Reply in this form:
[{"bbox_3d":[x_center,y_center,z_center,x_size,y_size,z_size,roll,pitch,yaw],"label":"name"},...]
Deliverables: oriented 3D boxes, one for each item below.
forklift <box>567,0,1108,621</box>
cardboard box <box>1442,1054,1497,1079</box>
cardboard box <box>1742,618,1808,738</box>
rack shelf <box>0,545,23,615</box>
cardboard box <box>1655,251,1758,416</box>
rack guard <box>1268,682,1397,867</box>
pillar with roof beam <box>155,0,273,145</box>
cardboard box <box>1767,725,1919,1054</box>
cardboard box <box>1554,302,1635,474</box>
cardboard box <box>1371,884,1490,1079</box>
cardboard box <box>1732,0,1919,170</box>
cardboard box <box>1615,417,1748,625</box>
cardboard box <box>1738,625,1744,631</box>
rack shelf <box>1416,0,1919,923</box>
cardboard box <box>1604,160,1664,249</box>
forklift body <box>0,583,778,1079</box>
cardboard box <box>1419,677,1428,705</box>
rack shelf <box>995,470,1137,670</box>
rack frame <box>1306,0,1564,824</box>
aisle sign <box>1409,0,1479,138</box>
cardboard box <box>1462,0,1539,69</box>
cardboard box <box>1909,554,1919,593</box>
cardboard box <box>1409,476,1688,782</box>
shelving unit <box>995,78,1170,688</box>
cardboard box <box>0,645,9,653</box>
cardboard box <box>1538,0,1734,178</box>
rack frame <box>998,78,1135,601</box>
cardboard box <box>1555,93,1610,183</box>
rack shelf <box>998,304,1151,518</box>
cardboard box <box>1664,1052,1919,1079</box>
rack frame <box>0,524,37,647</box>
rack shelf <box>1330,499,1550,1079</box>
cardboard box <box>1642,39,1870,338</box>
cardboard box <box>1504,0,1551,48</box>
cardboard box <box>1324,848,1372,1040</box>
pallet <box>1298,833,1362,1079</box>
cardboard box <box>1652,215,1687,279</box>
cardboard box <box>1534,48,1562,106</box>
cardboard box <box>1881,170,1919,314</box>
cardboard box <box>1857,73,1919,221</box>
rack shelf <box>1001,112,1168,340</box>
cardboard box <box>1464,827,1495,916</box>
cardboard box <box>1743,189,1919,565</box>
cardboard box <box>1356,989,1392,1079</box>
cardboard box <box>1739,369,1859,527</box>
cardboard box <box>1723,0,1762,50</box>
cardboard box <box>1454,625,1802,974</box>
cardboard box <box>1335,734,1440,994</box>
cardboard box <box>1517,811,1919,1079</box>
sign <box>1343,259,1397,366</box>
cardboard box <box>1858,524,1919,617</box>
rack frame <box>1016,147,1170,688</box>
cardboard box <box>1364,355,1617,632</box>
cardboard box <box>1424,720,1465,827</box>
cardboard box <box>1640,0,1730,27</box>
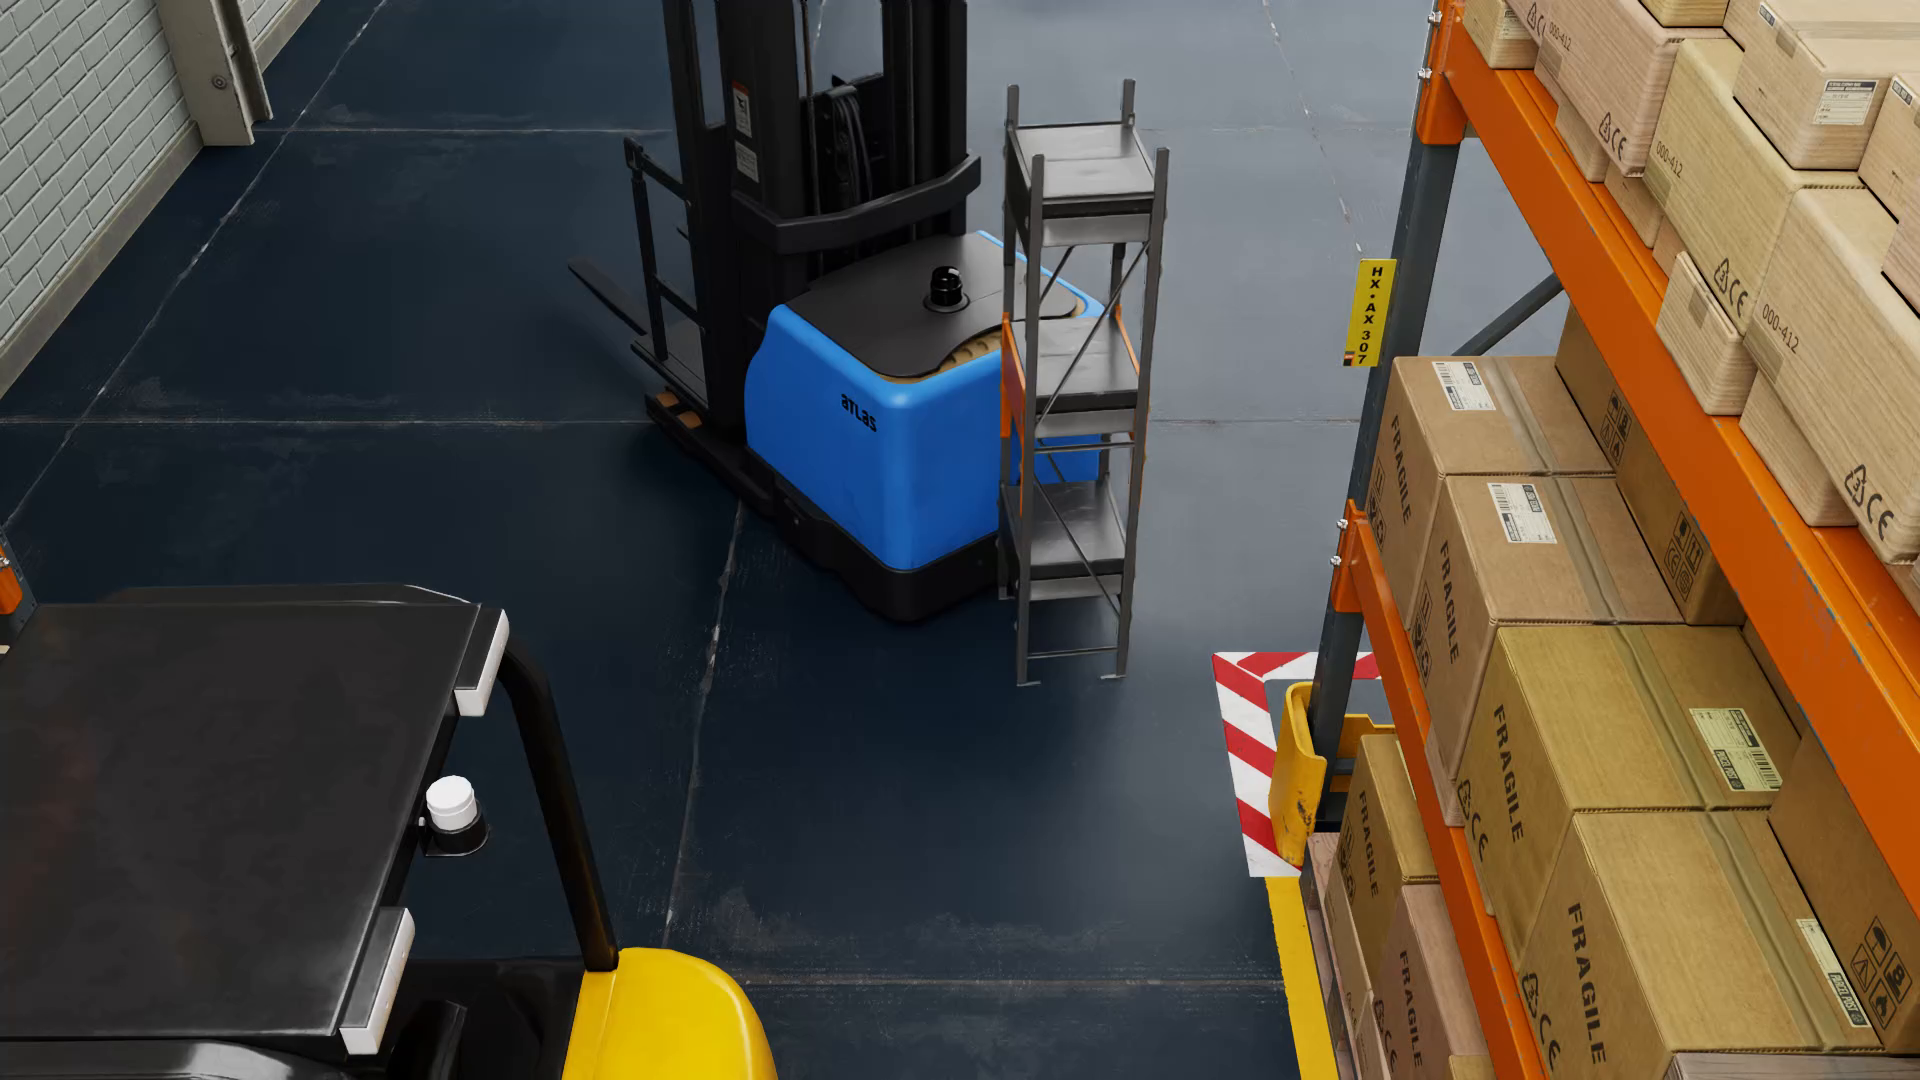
[{"bbox_3d":[-0.729,-1.704,6.533,1.130,2.935,3.031,-26,45,-28],"label":"forklift"},{"bbox_3d":[1.352,1.515,3.724,0.500,0.500,0.500,1,39,1],"label":"cardboard box"},{"bbox_3d":[1.945,0.148,3.049,0.700,0.500,0.500,0,39,-1],"label":"cardboard box"},{"bbox_3d":[-3.331,1.276,3.334,1.077,0.370,4.000,0,39,0],"label":"rack shelf"},{"bbox_3d":[1.311,-0.318,2.551,0.380,0.149,0.250,0,39,0],"label":"cardboard box"},{"bbox_3d":[1.630,0.762,5.400,1.175,0.500,0.348,0,39,0],"label":"rack guard"},{"bbox_3d":[0.064,-5.916,6.936,9.100,9.000,0.400,0,39,0],"label":"pillar with roof beam"},{"bbox_3d":[1.807,0.460,2.660,0.700,0.500,0.500,0,39,0],"label":"cardboard box"},{"bbox_3d":[1.849,-0.487,3.842,0.700,0.500,0.500,-1,39,-1],"label":"cardboard box"},{"bbox_3d":[1.360,1.202,4.115,0.500,0.500,0.500,-1,39,-2],"label":"cardboard box"},{"bbox_3d":[1.322,-0.633,2.306,0.380,0.149,0.250,1,39,1],"label":"cardboard box"},{"bbox_3d":[1.842,-0.171,3.447,0.700,0.500,0.500,0,39,0],"label":"cardboard box"},{"bbox_3d":[1.902,0.236,3.739,0.500,0.500,0.500,0,39,0],"label":"cardboard box"},{"bbox_3d":[1.632,0.100,2.404,1.077,0.370,4.000,0,39,0],"label":"rack shelf"},{"bbox_3d":[1.386,-0.641,2.954,0.380,0.149,0.250,0,39,0],"label":"cardboard box"},{"bbox_3d":[-1.507,1.260,3.457,2.313,2.155,1.214,0,39,0],"label":"forklift body"},{"bbox_3d":[1.357,0.373,4.087,0.380,0.149,0.250,-1,39,-1],"label":"cardboard box"},{"bbox_3d":[0.376,0.107,6.079,0.431,0.518,0.480,-4,39,-5],"label":"rack shelf"},{"bbox_3d":[1.630,-0.261,4.677,1.000,3.000,0.127,0,39,0],"label":"rack frame"},{"bbox_3d":[1.320,-1.314,3.913,0.394,0.787,0.004,0,39,0],"label":"aisle sign"},{"bbox_3d":[1.306,-1.126,3.559,0.380,0.149,0.250,0,39,0],"label":"cardboard box"},{"bbox_3d":[1.377,0.101,1.708,0.500,0.250,0.500,-1,39,-1],"label":"cardboard box"},{"bbox_3d":[1.357,0.204,3.779,0.500,0.500,0.500,1,39,1],"label":"cardboard box"},{"bbox_3d":[0.376,-0.450,5.632,0.431,2.100,0.503,-4,39,-5],"label":"shelving unit"},{"bbox_3d":[-3.021,0.551,4.727,0.500,0.250,0.500,1,39,1],"label":"cardboard box"},{"bbox_3d":[1.355,-0.860,2.908,0.500,0.250,0.500,-1,39,-1],"label":"cardboard box"},{"bbox_3d":[0.347,-0.601,5.821,0.400,2.100,0.015,-4,39,-5],"label":"rack frame"},{"bbox_3d":[1.361,-0.796,3.147,0.380,0.149,0.250,1,39,1],"label":"cardboard box"},{"bbox_3d":[0.376,-0.439,5.641,0.431,0.518,0.480,-4,39,-5],"label":"rack shelf"},{"bbox_3d":[1.373,1.161,2.585,0.500,0.500,0.500,1,39,1],"label":"cardboard box"},{"bbox_3d":[-3.334,-0.255,4.670,1.000,3.000,0.127,0,39,0],"label":"rack frame"},{"bbox_3d":[1.632,1.270,3.342,1.077,0.370,4.000,0,39,0],"label":"rack shelf"},{"bbox_3d":[1.380,-0.537,2.504,0.500,0.250,0.500,1,39,1],"label":"cardboard box"},{"bbox_3d":[1.364,-1.175,3.301,0.500,0.250,0.500,-1,39,-1],"label":"cardboard box"},{"bbox_3d":[1.354,1.152,4.776,0.500,0.250,0.500,0,39,0],"label":"cardboard box"},{"bbox_3d":[1.596,1.382,4.856,1.003,0.211,1.213,0,39,0],"label":"pallet"},{"bbox_3d":[1.391,-0.475,2.747,0.380,0.149,0.250,-1,39,-1],"label":"cardboard box"},{"bbox_3d":[1.395,-0.962,3.354,0.380,0.149,0.250,-1,39,-1],"label":"cardboard box"},{"bbox_3d":[1.319,-0.311,1.904,0.380,0.149,0.250,0,39,1],"label":"cardboard box"},{"bbox_3d":[1.397,-0.471,2.104,0.380,0.149,0.250,1,39,1],"label":"cardboard box"},{"bbox_3d":[0.377,-0.986,5.203,0.431,0.518,0.480,-4,39,-5],"label":"rack shelf"},{"bbox_3d":[1.345,0.694,3.687,0.380,0.149,0.250,1,39,1],"label":"cardboard box"},{"bbox_3d":[1.361,-0.216,2.105,0.500,0.250,0.500,1,39,1],"label":"cardboard box"},{"bbox_3d":[1.347,1.472,4.378,0.500,0.250,0.500,1,39,2],"label":"cardboard box"},{"bbox_3d":[1.352,-0.153,2.345,0.380,0.149,0.250,-1,39,-1],"label":"cardboard box"},{"bbox_3d":[1.403,-0.797,2.510,0.380,0.149,0.250,0,39,0],"label":"cardboard box"},{"bbox_3d":[1.359,0.523,3.381,0.500,0.500,0.500,-1,39,-1],"label":"cardboard box"},{"bbox_3d":[1.355,0.875,4.523,0.500,0.500,0.500,-1,39,-2],"label":"cardboard box"},{"bbox_3d":[1.367,0.841,2.985,0.500,0.500,0.500,-1,39,-1],"label":"cardboard box"},{"bbox_3d":[1.087,-0.599,4.406,0.100,0.325,0.005,0,39,0],"label":"sign"},{"bbox_3d":[1.423,0.004,2.149,0.380,0.149,0.250,0,39,0],"label":"cardboard box"},{"bbox_3d":[0.406,-0.299,5.444,0.400,2.100,0.015,-4,39,-5],"label":"rack frame"},{"bbox_3d":[1.353,-0.120,4.183,0.500,0.500,0.500,-1,39,-1],"label":"cardboard box"},{"bbox_3d":[1.311,0.532,3.889,0.380,0.149,0.250,1,39,1],"label":"cardboard box"},{"bbox_3d":[1.307,-0.952,2.703,0.380,0.149,0.250,0,39,0],"label":"cardboard box"}]
